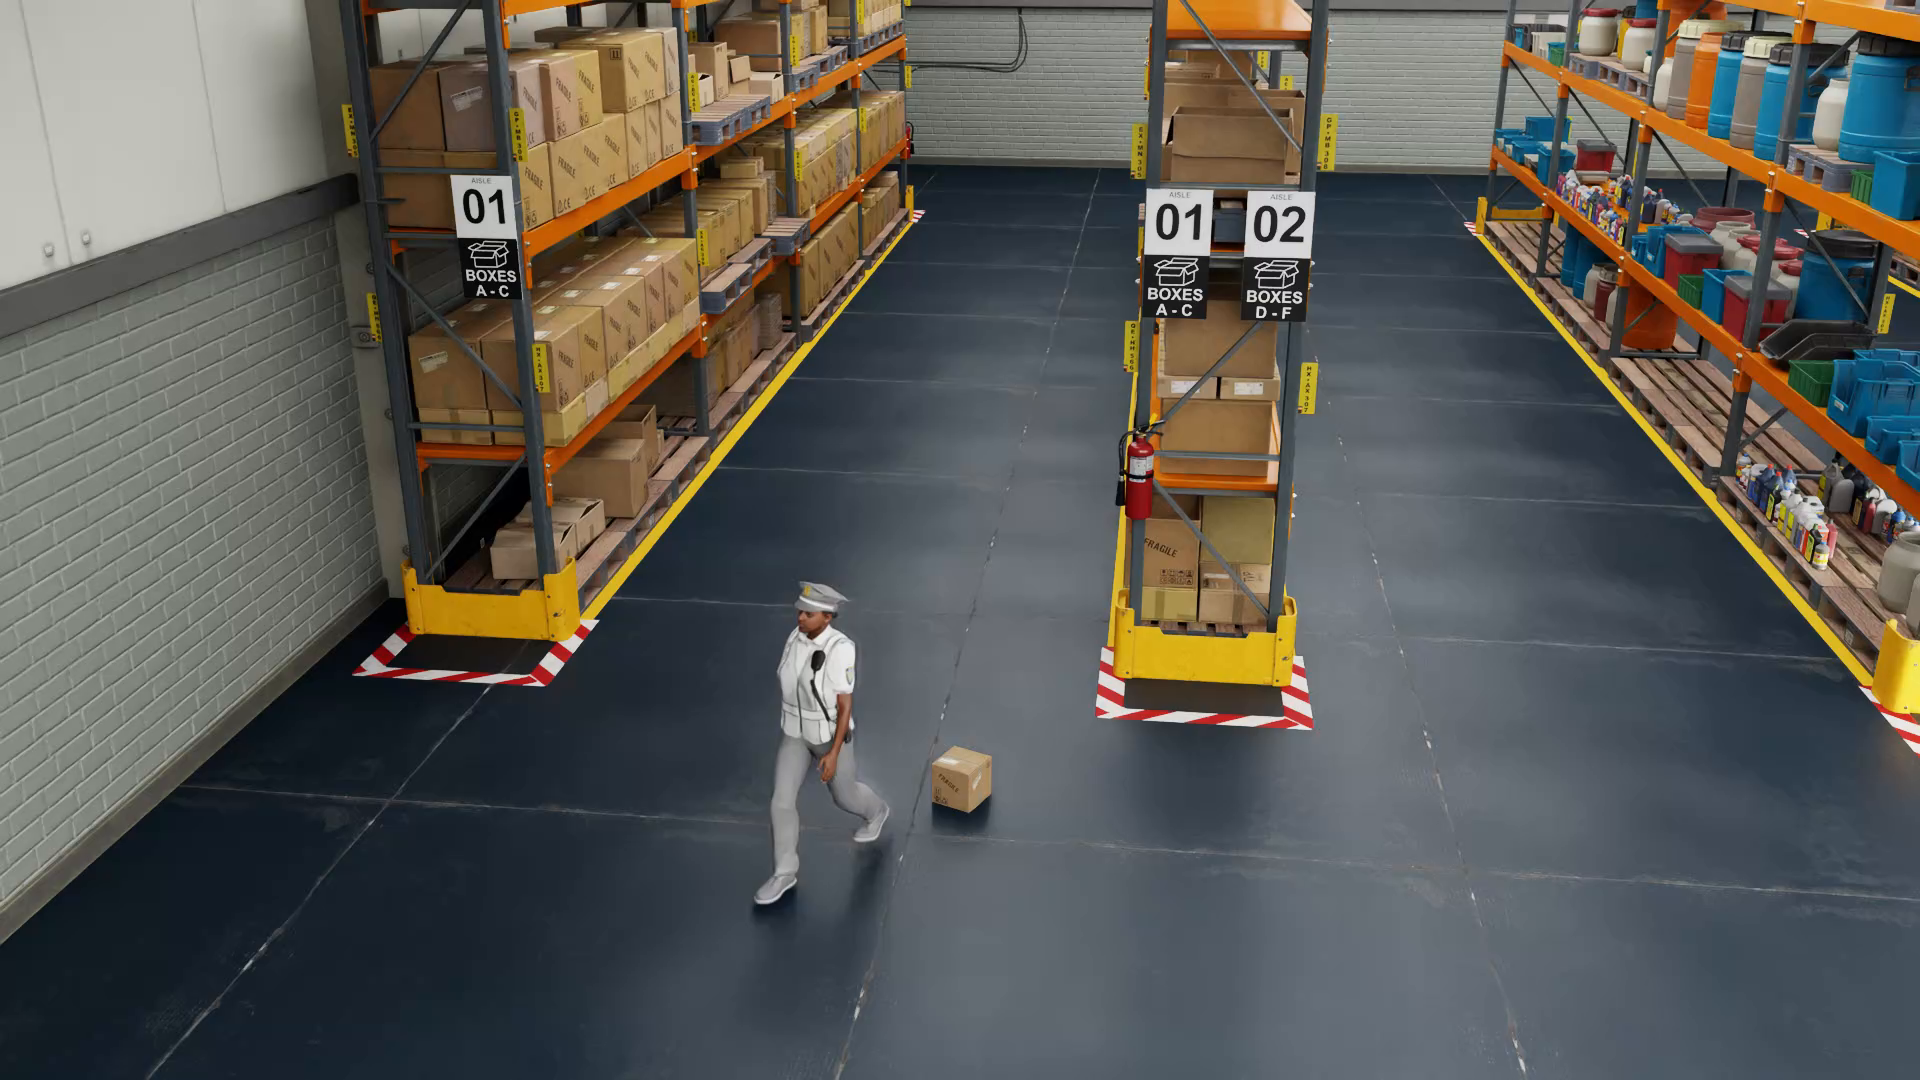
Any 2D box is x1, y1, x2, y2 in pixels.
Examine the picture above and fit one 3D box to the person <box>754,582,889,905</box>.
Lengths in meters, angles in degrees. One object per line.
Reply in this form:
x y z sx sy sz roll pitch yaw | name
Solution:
-0.716 0.971 8.529 0.441 1.642 0.957 12 24 28 | person
